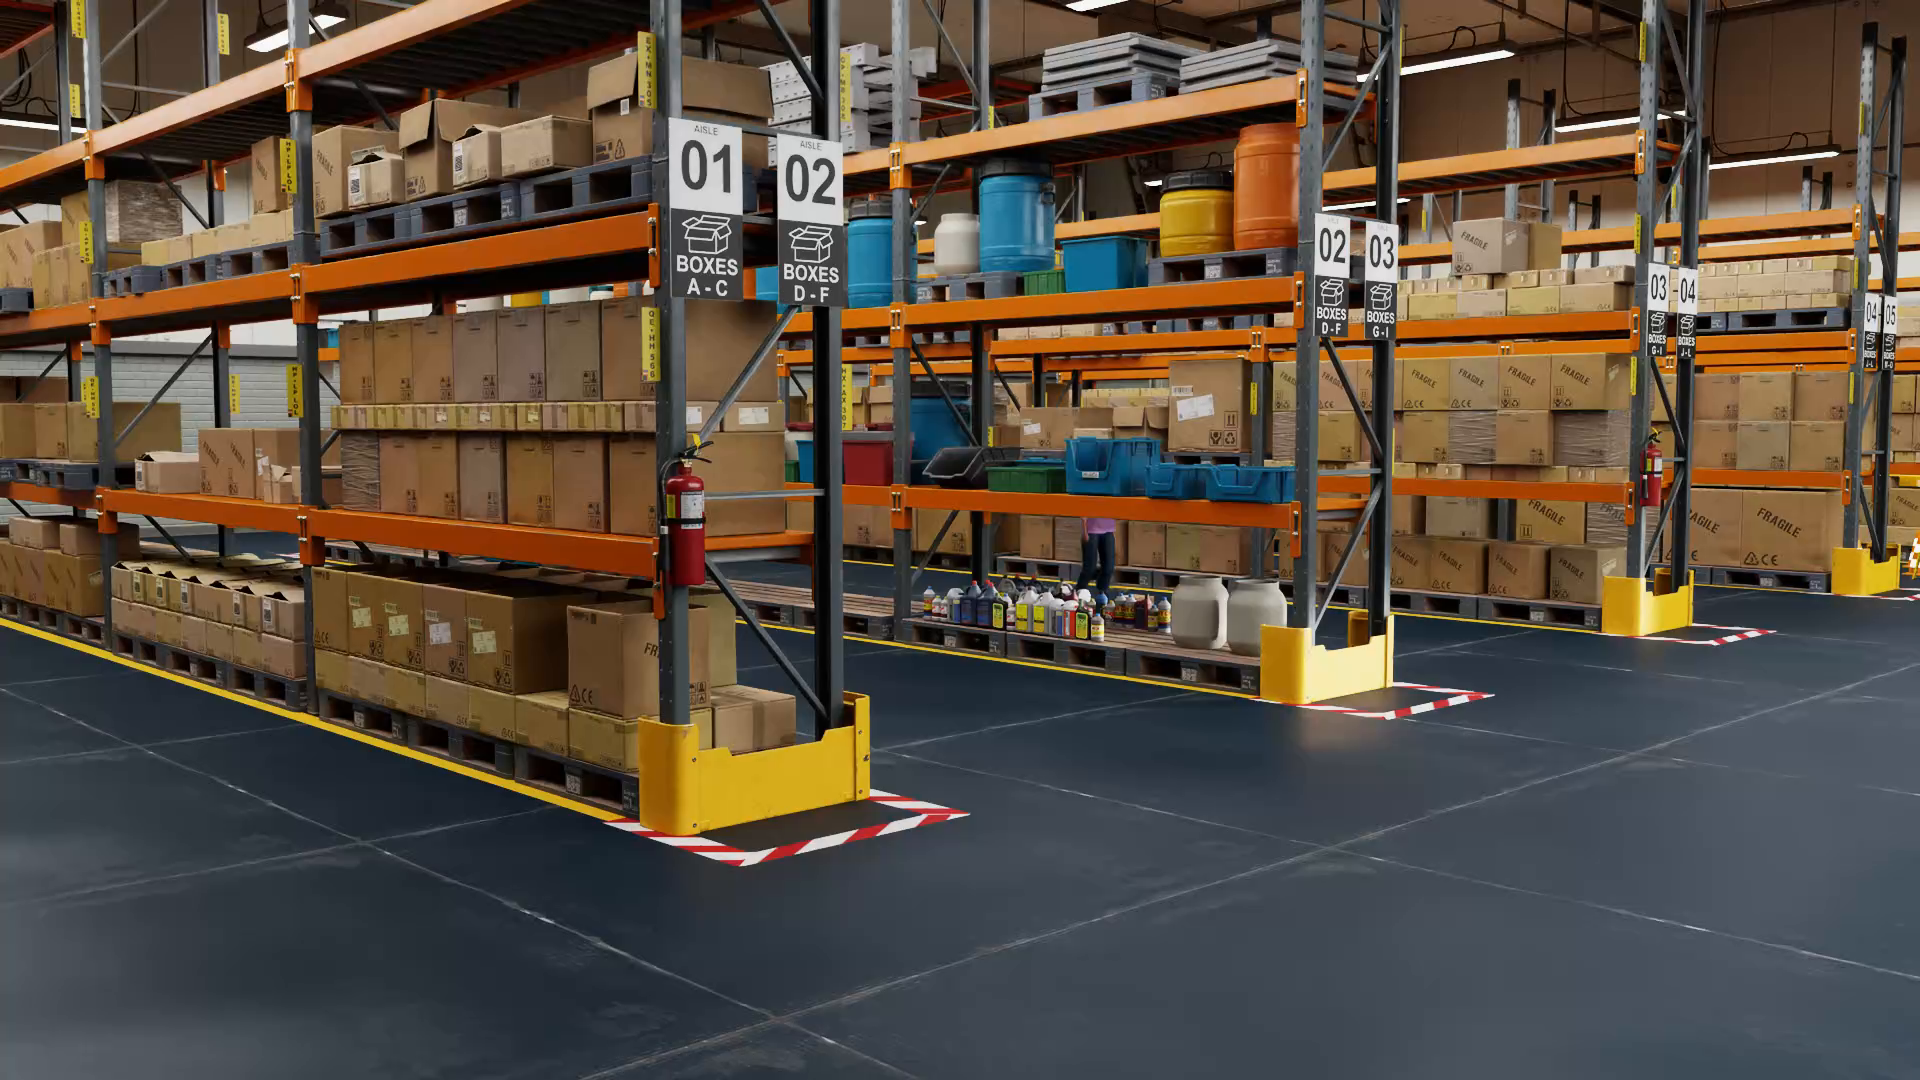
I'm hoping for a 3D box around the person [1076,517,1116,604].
[{"bbox_3d":[1.293,-0.041,15.555,0.409,1.629,0.349,-4,6,-42],"label":"person"}]
